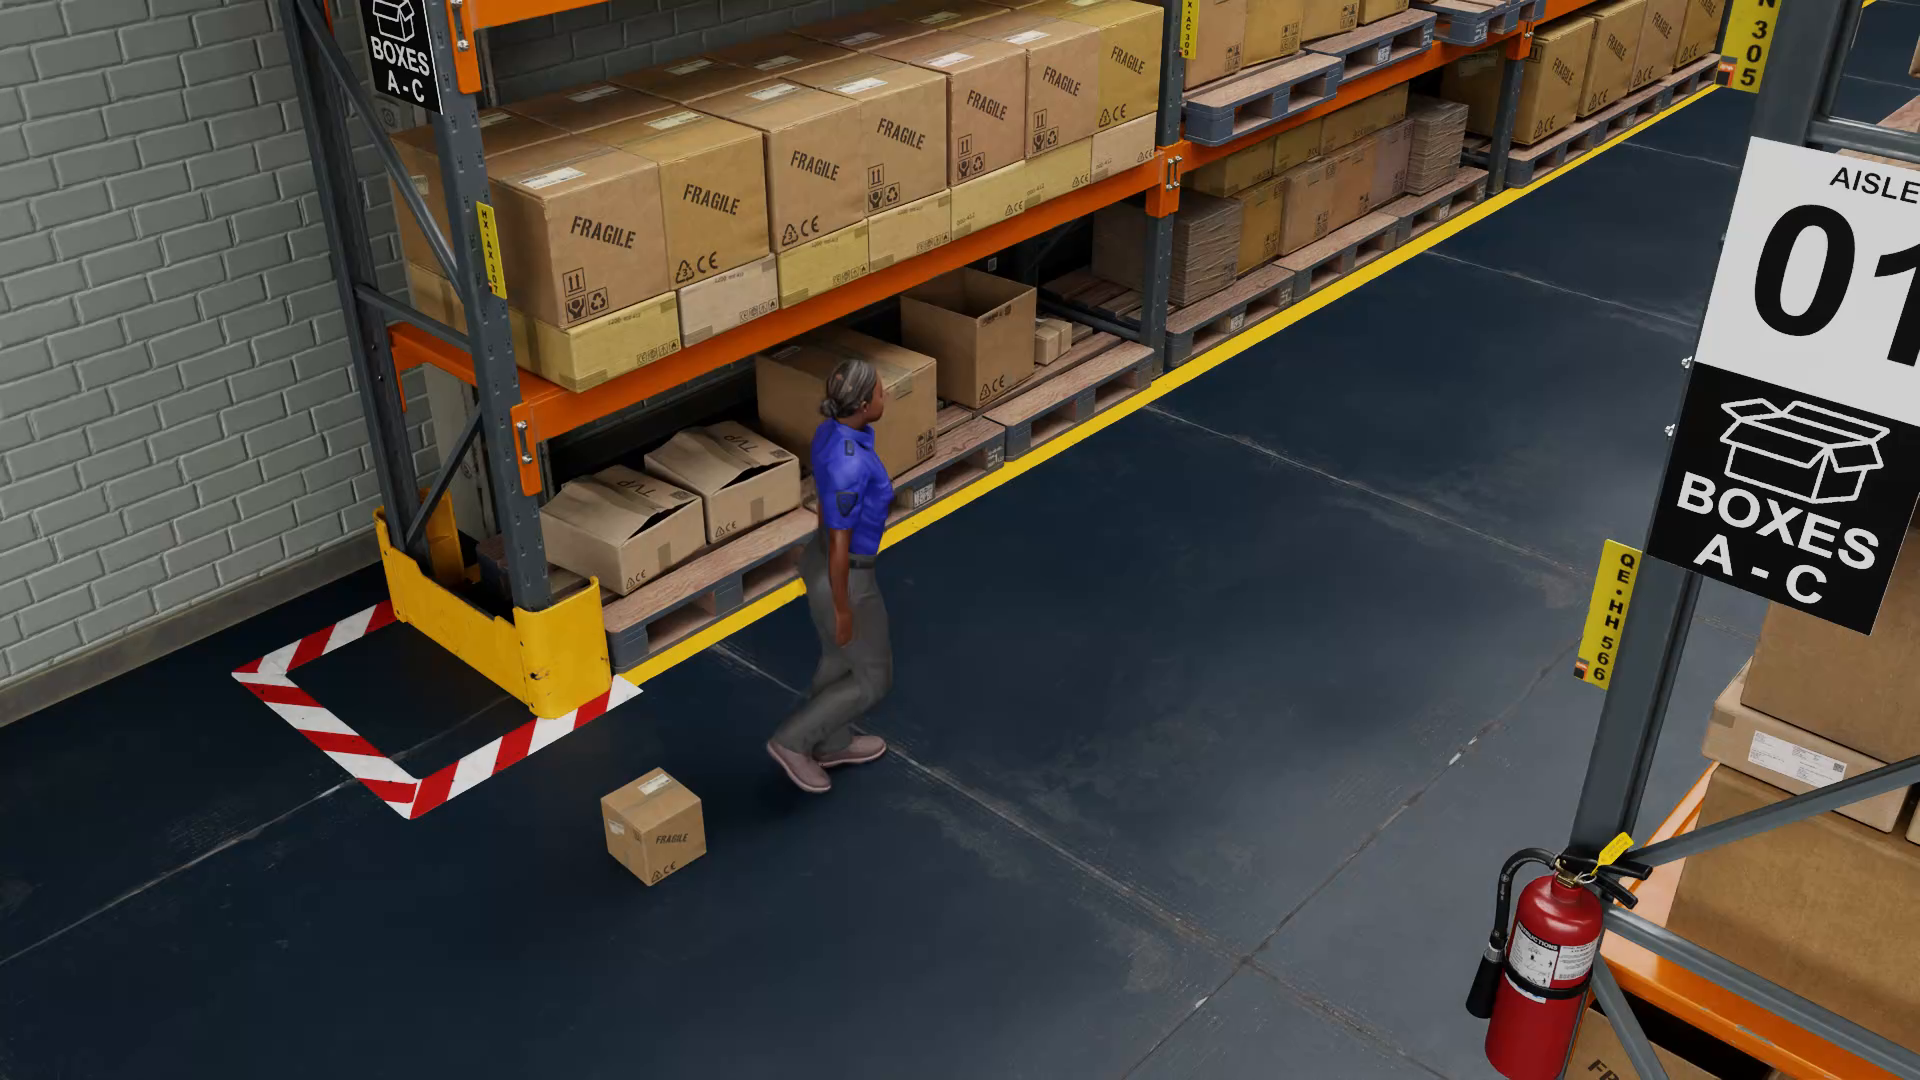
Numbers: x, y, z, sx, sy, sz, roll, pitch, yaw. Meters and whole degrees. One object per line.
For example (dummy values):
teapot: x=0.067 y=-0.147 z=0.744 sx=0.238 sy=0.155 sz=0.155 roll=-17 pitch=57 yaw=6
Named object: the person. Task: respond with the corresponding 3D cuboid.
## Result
person: x=-0.481 y=0.155 z=5.883 sx=0.511 sy=1.652 sz=0.524 roll=-6 pitch=32 yaw=-10
